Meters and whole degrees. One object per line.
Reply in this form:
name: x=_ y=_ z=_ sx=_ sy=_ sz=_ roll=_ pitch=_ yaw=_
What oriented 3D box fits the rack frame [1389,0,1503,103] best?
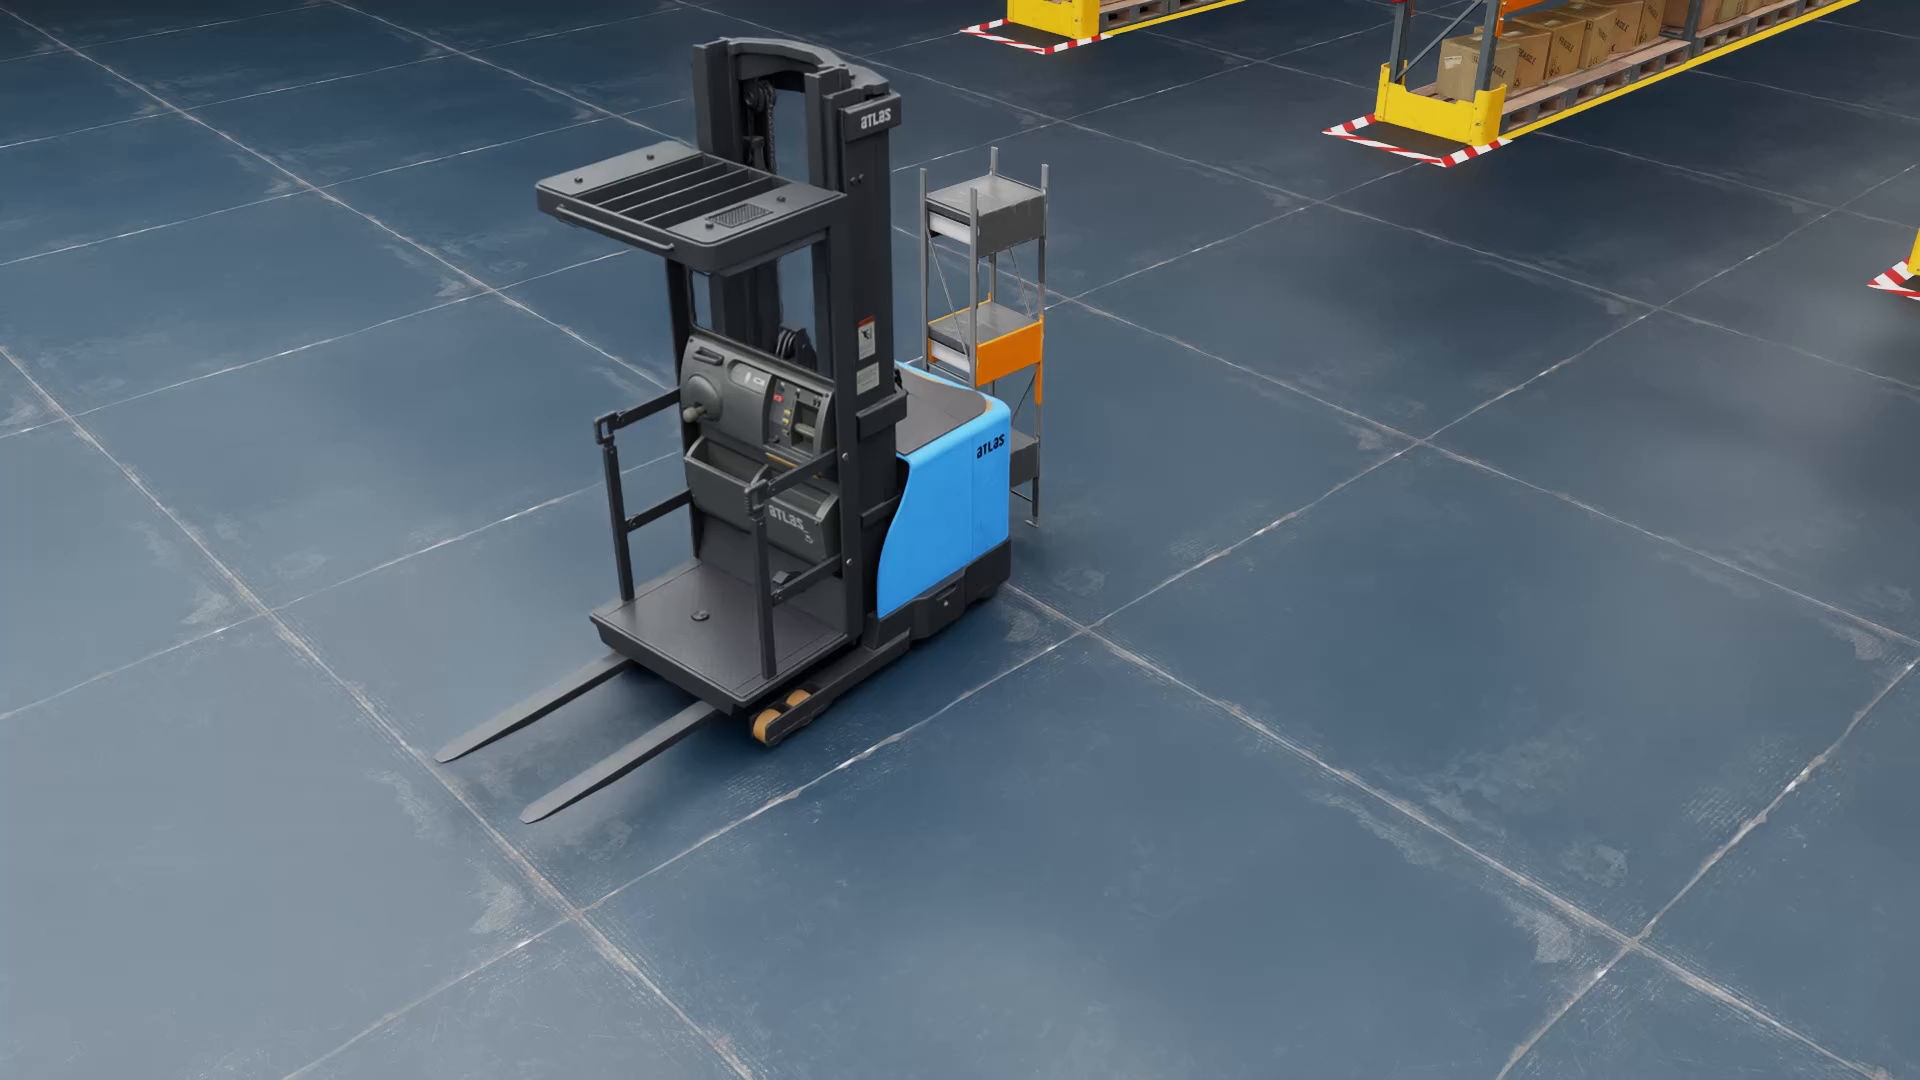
rack frame: x=4.379 y=-5.093 z=14.703 sx=0.127 sy=3.000 sz=1.000 roll=-26 pitch=40 yaw=-35

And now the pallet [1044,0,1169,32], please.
pallet: x=1.634 y=-6.129 z=19.070 sx=1.213 sy=0.211 sz=1.003 roll=-26 pitch=40 yaw=-35

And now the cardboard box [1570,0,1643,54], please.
cardboard box: x=6.576 y=-5.292 z=17.022 sx=0.500 sy=0.500 sz=0.500 roll=-13 pitch=34 yaw=-21

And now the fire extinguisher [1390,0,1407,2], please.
fire extinguisher: x=3.981 y=-5.195 z=14.945 sx=0.183 sy=0.674 sz=0.296 roll=-26 pitch=40 yaw=-35

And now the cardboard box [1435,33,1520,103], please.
cardboard box: x=4.848 y=-4.420 z=15.597 sx=0.500 sy=0.500 sz=0.500 roll=-18 pitch=36 yaw=-27

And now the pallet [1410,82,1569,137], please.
pallet: x=5.054 y=-4.205 z=15.924 sx=1.213 sy=0.211 sz=1.003 roll=-26 pitch=40 yaw=-35

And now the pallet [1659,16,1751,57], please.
pallet: x=7.882 y=-5.599 z=18.203 sx=1.213 sy=0.211 sz=1.003 roll=-26 pitch=40 yaw=-35

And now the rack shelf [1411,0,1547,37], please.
rack shelf: x=5.845 y=-5.495 z=16.051 sx=4.000 sy=0.370 sz=1.077 roll=-26 pitch=40 yaw=-35

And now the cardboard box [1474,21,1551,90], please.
cardboard box: x=5.263 y=-4.646 z=15.966 sx=0.500 sy=0.500 sz=0.500 roll=-15 pitch=35 yaw=-23

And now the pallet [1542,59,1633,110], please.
pallet: x=5.948 y=-4.635 z=16.628 sx=1.213 sy=0.211 sz=1.003 roll=-26 pitch=40 yaw=-35

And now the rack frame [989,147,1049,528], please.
rack frame: x=0.300 y=-1.041 z=8.940 sx=0.015 sy=2.100 sz=0.400 roll=-26 pitch=40 yaw=-35

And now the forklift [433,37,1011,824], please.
forklift: x=-1.069 y=-0.597 z=7.416 sx=1.130 sy=2.935 sz=3.031 roll=24 pitch=39 yaw=34

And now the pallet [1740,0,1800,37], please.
pallet: x=8.777 y=-6.033 z=18.915 sx=1.213 sy=0.211 sz=1.003 roll=-26 pitch=40 yaw=-35

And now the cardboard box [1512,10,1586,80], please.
cardboard box: x=5.735 y=-4.860 z=16.317 sx=0.500 sy=0.500 sz=0.500 roll=-22 pitch=38 yaw=-31

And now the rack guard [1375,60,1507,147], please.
rack guard: x=4.434 y=-4.053 z=15.399 sx=0.348 sy=0.500 sz=1.175 roll=-26 pitch=40 yaw=-35

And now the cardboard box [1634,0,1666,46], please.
cardboard box: x=6.991 y=-5.498 z=17.359 sx=0.500 sy=0.500 sz=0.500 roll=-27 pitch=41 yaw=-37

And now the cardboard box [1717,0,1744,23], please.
cardboard box: x=8.139 y=-6.004 z=18.168 sx=0.500 sy=0.500 sz=0.700 roll=-26 pitch=40 yaw=-36

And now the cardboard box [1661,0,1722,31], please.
cardboard box: x=7.777 y=-5.842 z=17.903 sx=0.700 sy=0.500 sz=0.500 roll=26 pitch=40 yaw=35

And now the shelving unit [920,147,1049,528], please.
shelving unit: x=0.121 y=-0.955 z=8.798 sx=0.503 sy=2.100 sz=0.431 roll=-26 pitch=40 yaw=-35

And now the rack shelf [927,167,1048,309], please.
rack shelf: x=0.121 y=-1.540 z=8.440 sx=0.480 sy=0.518 sz=0.431 roll=-26 pitch=40 yaw=-35

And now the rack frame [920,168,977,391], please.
rack frame: x=-0.058 y=-0.868 z=8.657 sx=0.015 sy=2.100 sz=0.400 roll=-26 pitch=40 yaw=-35

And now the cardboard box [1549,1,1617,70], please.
cardboard box: x=6.175 y=-5.041 z=16.613 sx=0.500 sy=0.500 sz=0.500 roll=25 pitch=39 yaw=35

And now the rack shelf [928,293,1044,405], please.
rack shelf: x=0.121 y=-0.943 z=8.805 sx=0.480 sy=0.518 sz=0.431 roll=-26 pitch=40 yaw=-35

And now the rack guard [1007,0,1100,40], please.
rack guard: x=1.035 y=-5.966 z=18.527 sx=0.348 sy=0.500 sz=1.175 roll=-26 pitch=40 yaw=-35

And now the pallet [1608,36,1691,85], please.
pallet: x=6.843 y=-5.070 z=17.339 sx=1.213 sy=0.211 sz=1.003 roll=-26 pitch=40 yaw=-35

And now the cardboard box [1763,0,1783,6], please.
cardboard box: x=8.958 y=-6.401 z=18.817 sx=0.500 sy=0.500 sz=0.700 roll=-22 pitch=38 yaw=-32

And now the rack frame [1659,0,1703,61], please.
rack frame: x=7.312 y=-6.511 z=17.023 sx=0.127 sy=3.000 sz=1.000 roll=-26 pitch=40 yaw=-35

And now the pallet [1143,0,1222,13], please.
pallet: x=2.528 y=-6.559 z=19.775 sx=1.213 sy=0.211 sz=1.003 roll=-26 pitch=40 yaw=-35

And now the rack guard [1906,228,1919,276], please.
rack guard: x=7.659 y=-2.084 z=12.180 sx=0.348 sy=0.500 sz=1.175 roll=-26 pitch=40 yaw=-35

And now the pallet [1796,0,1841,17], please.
pallet: x=9.671 y=-6.464 z=19.619 sx=1.213 sy=0.211 sz=1.003 roll=-26 pitch=40 yaw=-35

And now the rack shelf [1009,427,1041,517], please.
rack shelf: x=0.121 y=-0.346 z=9.171 sx=0.480 sy=0.518 sz=0.431 roll=-26 pitch=40 yaw=-35

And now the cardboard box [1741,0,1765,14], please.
cardboard box: x=8.549 y=-6.203 z=18.493 sx=0.700 sy=0.500 sz=0.500 roll=25 pitch=40 yaw=35
